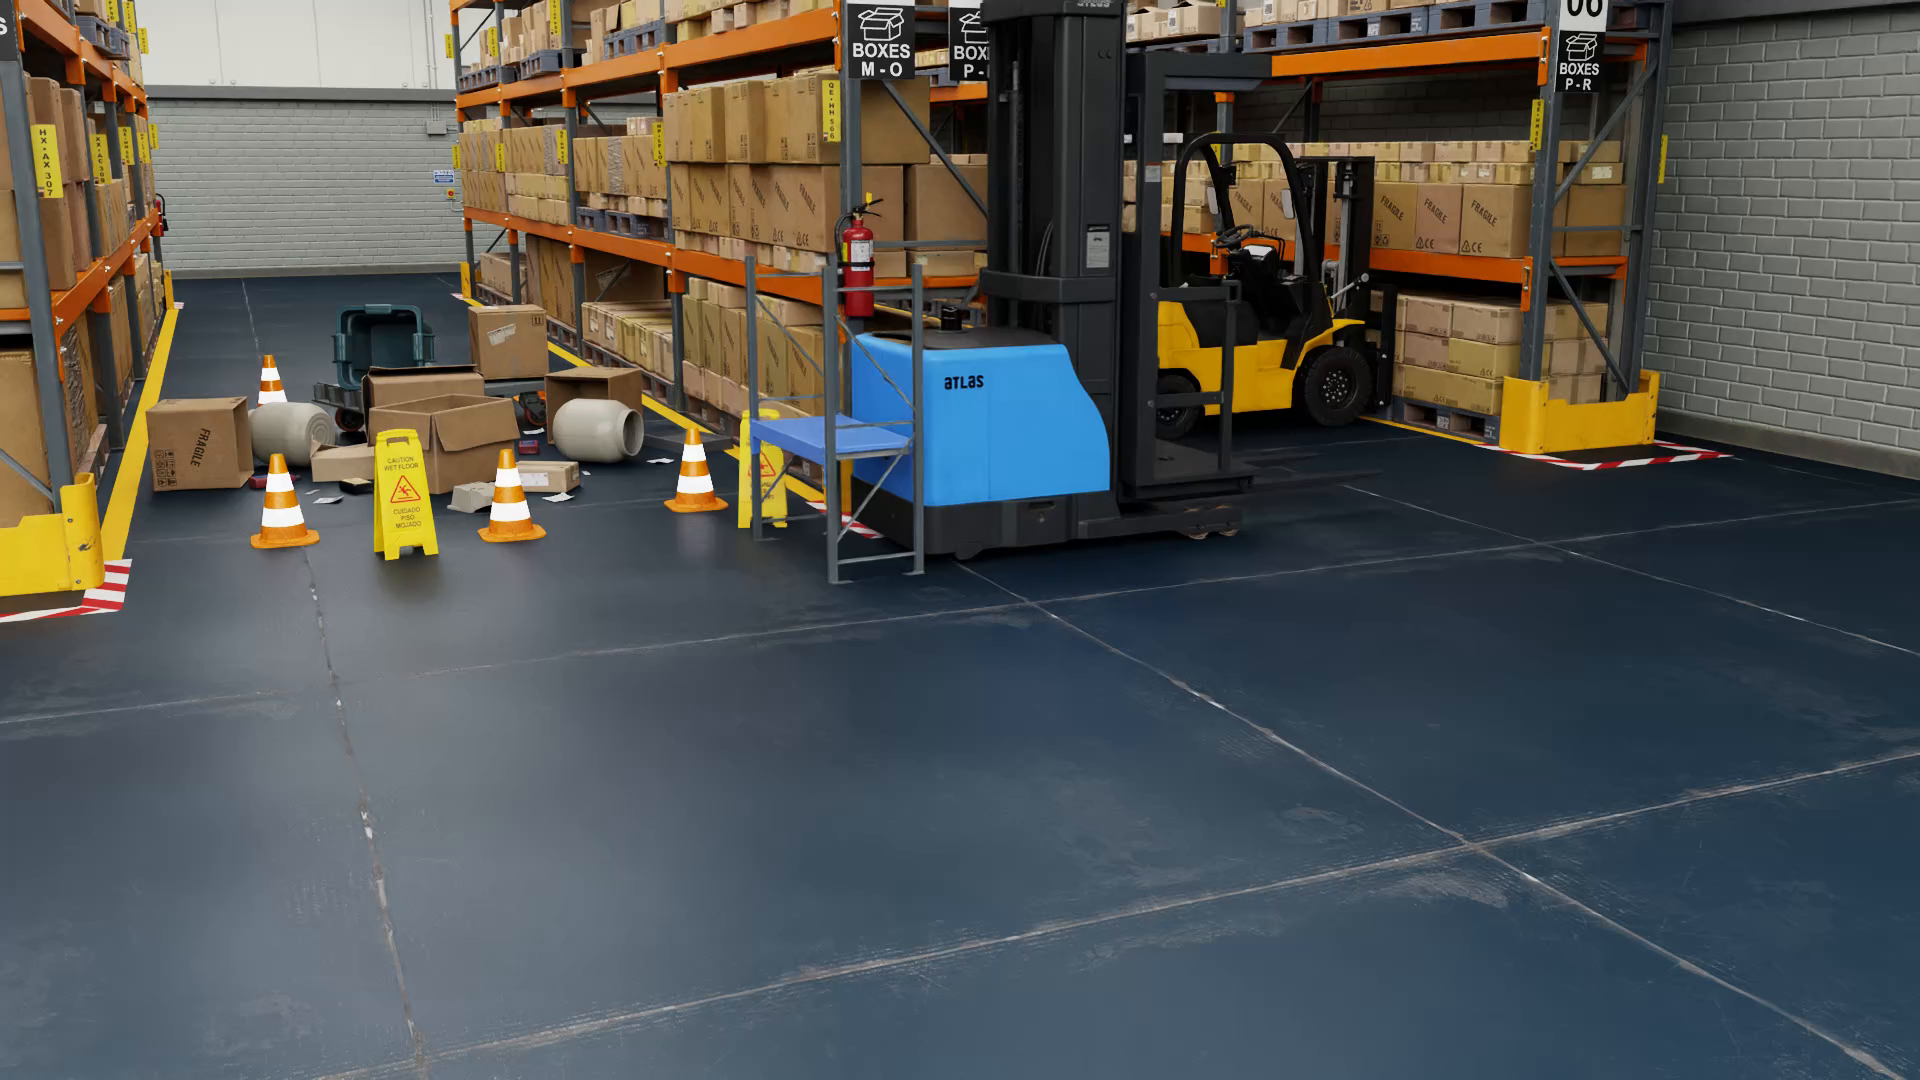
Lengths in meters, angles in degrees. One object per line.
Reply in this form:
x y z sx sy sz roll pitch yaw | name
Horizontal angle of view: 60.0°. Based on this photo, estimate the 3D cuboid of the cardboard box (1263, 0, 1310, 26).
2.865 -4.442 13.804 0.500 0.311 0.500 -5 14 -22 | cardboard box

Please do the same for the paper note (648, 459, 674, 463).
-1.995 -0.535 11.115 0.142 0.019 0.148 -12 18 -42 | paper note

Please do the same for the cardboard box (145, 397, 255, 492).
-4.725 -0.603 10.363 0.500 0.500 0.500 -3 13 -13 | cardboard box

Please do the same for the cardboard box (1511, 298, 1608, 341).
4.338 -1.607 12.111 0.500 0.250 0.500 -6 14 -24 | cardboard box

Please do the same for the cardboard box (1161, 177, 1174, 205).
2.111 -3.320 15.784 0.500 0.250 0.500 -6 14 -24 | cardboard box

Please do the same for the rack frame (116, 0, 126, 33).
-9.492 -6.624 17.531 1.000 3.000 0.127 -6 14 -23 | rack frame

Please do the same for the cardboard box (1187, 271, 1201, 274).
1.929 -2.436 17.077 0.875 0.625 0.625 -6 14 -25 | cardboard box

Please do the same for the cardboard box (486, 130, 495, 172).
-5.634 -4.883 20.875 0.500 0.500 0.500 -6 14 -24 | cardboard box

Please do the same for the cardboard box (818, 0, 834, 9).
-0.589 -3.077 9.417 0.380 0.149 0.250 -6 14 -23 | cardboard box

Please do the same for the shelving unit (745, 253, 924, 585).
-0.638 -0.645 8.330 0.538 1.500 1.048 -7 15 -27 | shelving unit

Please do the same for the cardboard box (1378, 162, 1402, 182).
3.425 -2.813 12.709 0.380 0.149 0.250 -6 14 -23 | cardboard box

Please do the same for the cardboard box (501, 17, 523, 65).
-4.909 -5.675 18.933 0.500 0.500 0.500 -6 14 -24 | cardboard box

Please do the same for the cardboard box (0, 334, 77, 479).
-5.371 -0.707 9.052 0.875 0.875 0.875 -6 14 -24 | cardboard box

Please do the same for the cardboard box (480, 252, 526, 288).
-6.243 -3.824 23.492 0.875 0.438 0.875 -6 14 -25 | cardboard box

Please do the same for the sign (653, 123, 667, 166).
-2.299 -3.029 12.738 0.100 0.325 0.005 -6 14 -23 | sign

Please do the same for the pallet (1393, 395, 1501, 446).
4.012 -0.934 12.439 1.003 0.211 1.213 -6 14 -23 | pallet

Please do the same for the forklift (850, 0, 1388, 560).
0.964 -1.530 8.982 3.031 2.935 1.130 -6 14 -25 | forklift

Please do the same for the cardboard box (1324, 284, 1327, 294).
3.066 -1.981 13.724 0.500 0.250 0.500 -5 14 -21 | cardboard box

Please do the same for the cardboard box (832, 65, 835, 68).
-1.491 -6.793 23.480 0.500 0.250 0.500 -5 14 -21 | cardboard box

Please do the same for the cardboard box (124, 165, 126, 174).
-9.043 -3.952 17.600 0.380 0.149 0.250 -6 14 -25 | cardboard box

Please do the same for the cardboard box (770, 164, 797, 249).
-0.856 -2.074 10.299 0.500 0.500 0.500 -6 14 -23 | cardboard box

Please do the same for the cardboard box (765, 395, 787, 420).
-0.960 -0.805 10.862 0.500 0.250 0.500 -6 14 -23 | cardboard box

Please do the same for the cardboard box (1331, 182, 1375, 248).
3.303 -2.582 13.152 0.500 0.500 0.500 -6 14 -23 | cardboard box

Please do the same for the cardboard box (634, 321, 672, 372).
-2.295 -1.697 14.445 0.950 0.372 0.625 -5 14 -19 | cardboard box

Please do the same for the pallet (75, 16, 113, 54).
-7.132 -3.885 12.769 1.003 0.211 1.213 -5 14 -20 | pallet

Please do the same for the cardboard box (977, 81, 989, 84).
0.522 -5.368 19.090 0.500 0.250 0.500 -6 14 -23 | cardboard box

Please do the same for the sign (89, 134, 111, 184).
-5.779 -2.559 11.178 0.100 0.325 0.005 -6 14 -23 | sign

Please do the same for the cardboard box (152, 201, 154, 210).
-10.704 -4.363 21.626 0.380 0.149 0.250 -6 14 -23 | cardboard box

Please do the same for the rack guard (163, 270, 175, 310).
-11.063 -3.294 21.992 1.175 0.500 0.348 -6 14 -23 | rack guard

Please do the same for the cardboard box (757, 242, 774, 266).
-1.112 -1.883 10.911 0.380 0.149 0.250 -6 14 -24 | cardboard box

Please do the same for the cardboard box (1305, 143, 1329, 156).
3.046 -3.171 13.597 0.380 0.149 0.250 -6 14 -24 | cardboard box

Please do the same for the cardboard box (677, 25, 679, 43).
-1.893 -3.768 12.401 0.380 0.149 0.250 -6 14 -24 | cardboard box

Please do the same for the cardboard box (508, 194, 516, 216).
-5.062 -3.981 19.751 0.500 0.250 0.500 -6 14 -24 | cardboard box

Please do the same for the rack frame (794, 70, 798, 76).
-2.052 -8.367 25.064 1.000 3.000 0.127 -6 14 -23 | rack frame

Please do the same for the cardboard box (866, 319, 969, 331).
-0.269 -1.116 10.545 0.500 0.500 0.500 -6 14 -25 | cardboard box

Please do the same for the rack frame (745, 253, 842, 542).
-0.872 -0.747 8.770 0.500 1.500 0.032 -7 15 -27 | rack frame

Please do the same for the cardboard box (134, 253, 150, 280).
-8.962 -2.922 17.791 0.500 0.250 0.500 -6 14 -24 | cardboard box

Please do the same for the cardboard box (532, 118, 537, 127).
-5.418 -5.120 20.461 0.380 0.149 0.250 -5 14 -22 | cardboard box

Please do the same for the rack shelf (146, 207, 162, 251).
-10.293 -3.764 20.074 1.077 0.370 4.000 -6 14 -23 | rack shelf

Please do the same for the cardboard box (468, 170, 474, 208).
-6.441 -4.817 22.808 0.500 0.500 0.500 -6 14 -24 | cardboard box

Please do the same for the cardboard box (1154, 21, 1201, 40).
2.036 -4.757 15.523 0.380 0.149 0.250 -6 14 -23 | cardboard box

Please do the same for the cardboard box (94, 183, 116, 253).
-6.454 -2.334 12.080 0.500 0.500 0.500 -6 14 -23 | cardboard box

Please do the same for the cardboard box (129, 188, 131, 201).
-9.151 -3.719 17.911 0.380 0.149 0.250 -6 14 -24 | cardboard box

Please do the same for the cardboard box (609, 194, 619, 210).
-3.025 -3.117 15.311 0.380 0.149 0.250 -5 14 -20 | cardboard box

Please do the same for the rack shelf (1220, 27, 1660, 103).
3.556 -3.663 12.986 1.077 0.370 4.000 -6 14 -23 | rack shelf

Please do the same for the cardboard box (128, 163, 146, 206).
-9.459 -4.020 18.703 0.500 0.500 0.500 -6 14 -24 | cardboard box

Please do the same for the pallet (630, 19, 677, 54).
-1.942 -4.023 13.364 1.213 0.211 1.003 -6 14 -23 | pallet

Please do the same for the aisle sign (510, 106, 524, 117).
-6.344 -6.305 23.692 0.394 0.787 0.004 -6 14 -23 | aisle sign

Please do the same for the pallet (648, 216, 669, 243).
-1.965 -2.594 13.849 1.003 0.211 1.213 -6 14 -23 | pallet

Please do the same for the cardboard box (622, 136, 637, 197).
-2.588 -3.198 14.224 0.500 0.500 0.500 -5 14 -21 | cardboard box

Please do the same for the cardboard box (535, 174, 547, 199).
-4.254 -3.800 17.858 0.500 0.250 0.500 -6 14 -24 | cardboard box
